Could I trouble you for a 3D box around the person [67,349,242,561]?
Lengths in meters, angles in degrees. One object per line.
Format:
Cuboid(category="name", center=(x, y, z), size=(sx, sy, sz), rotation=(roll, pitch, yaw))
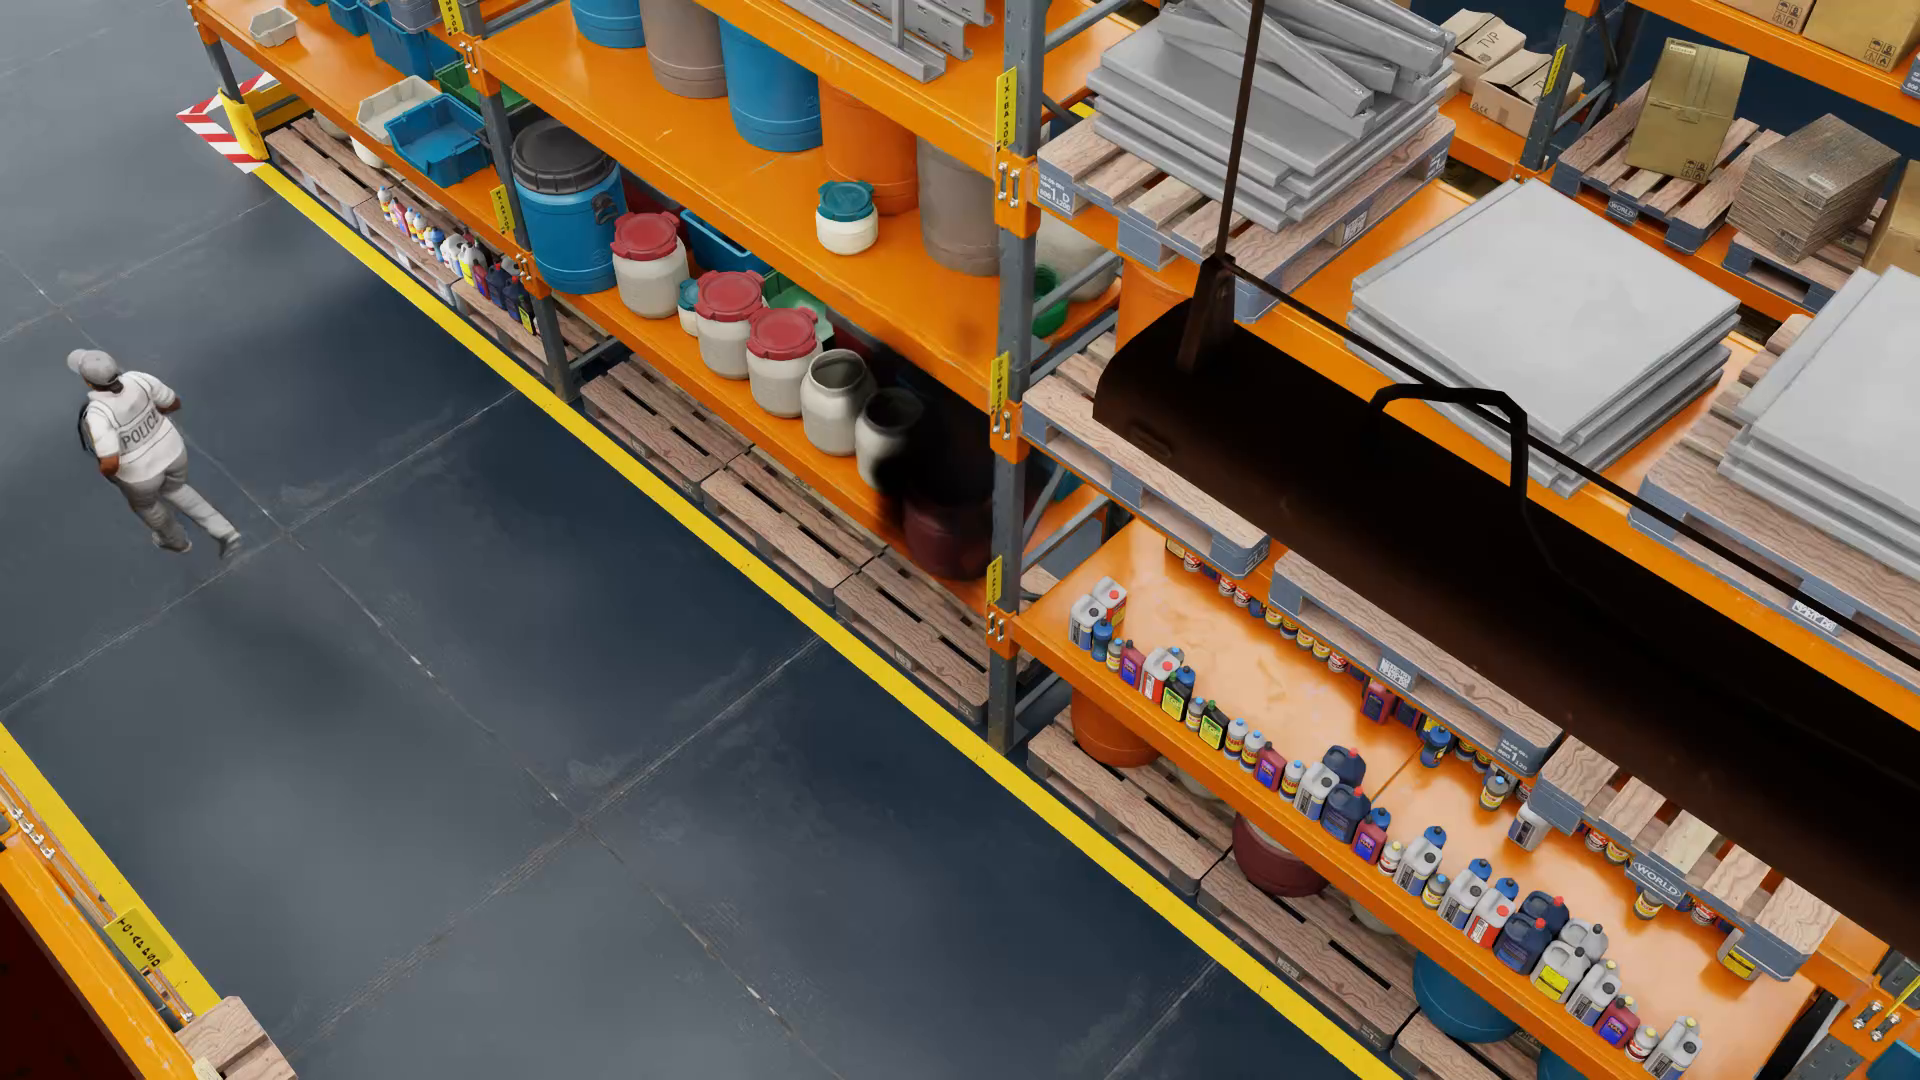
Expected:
Cuboid(category="person", center=(-4.557, -0.438, 9.322), size=(0.687, 1.659, 0.608), rotation=(22, 53, 17))
